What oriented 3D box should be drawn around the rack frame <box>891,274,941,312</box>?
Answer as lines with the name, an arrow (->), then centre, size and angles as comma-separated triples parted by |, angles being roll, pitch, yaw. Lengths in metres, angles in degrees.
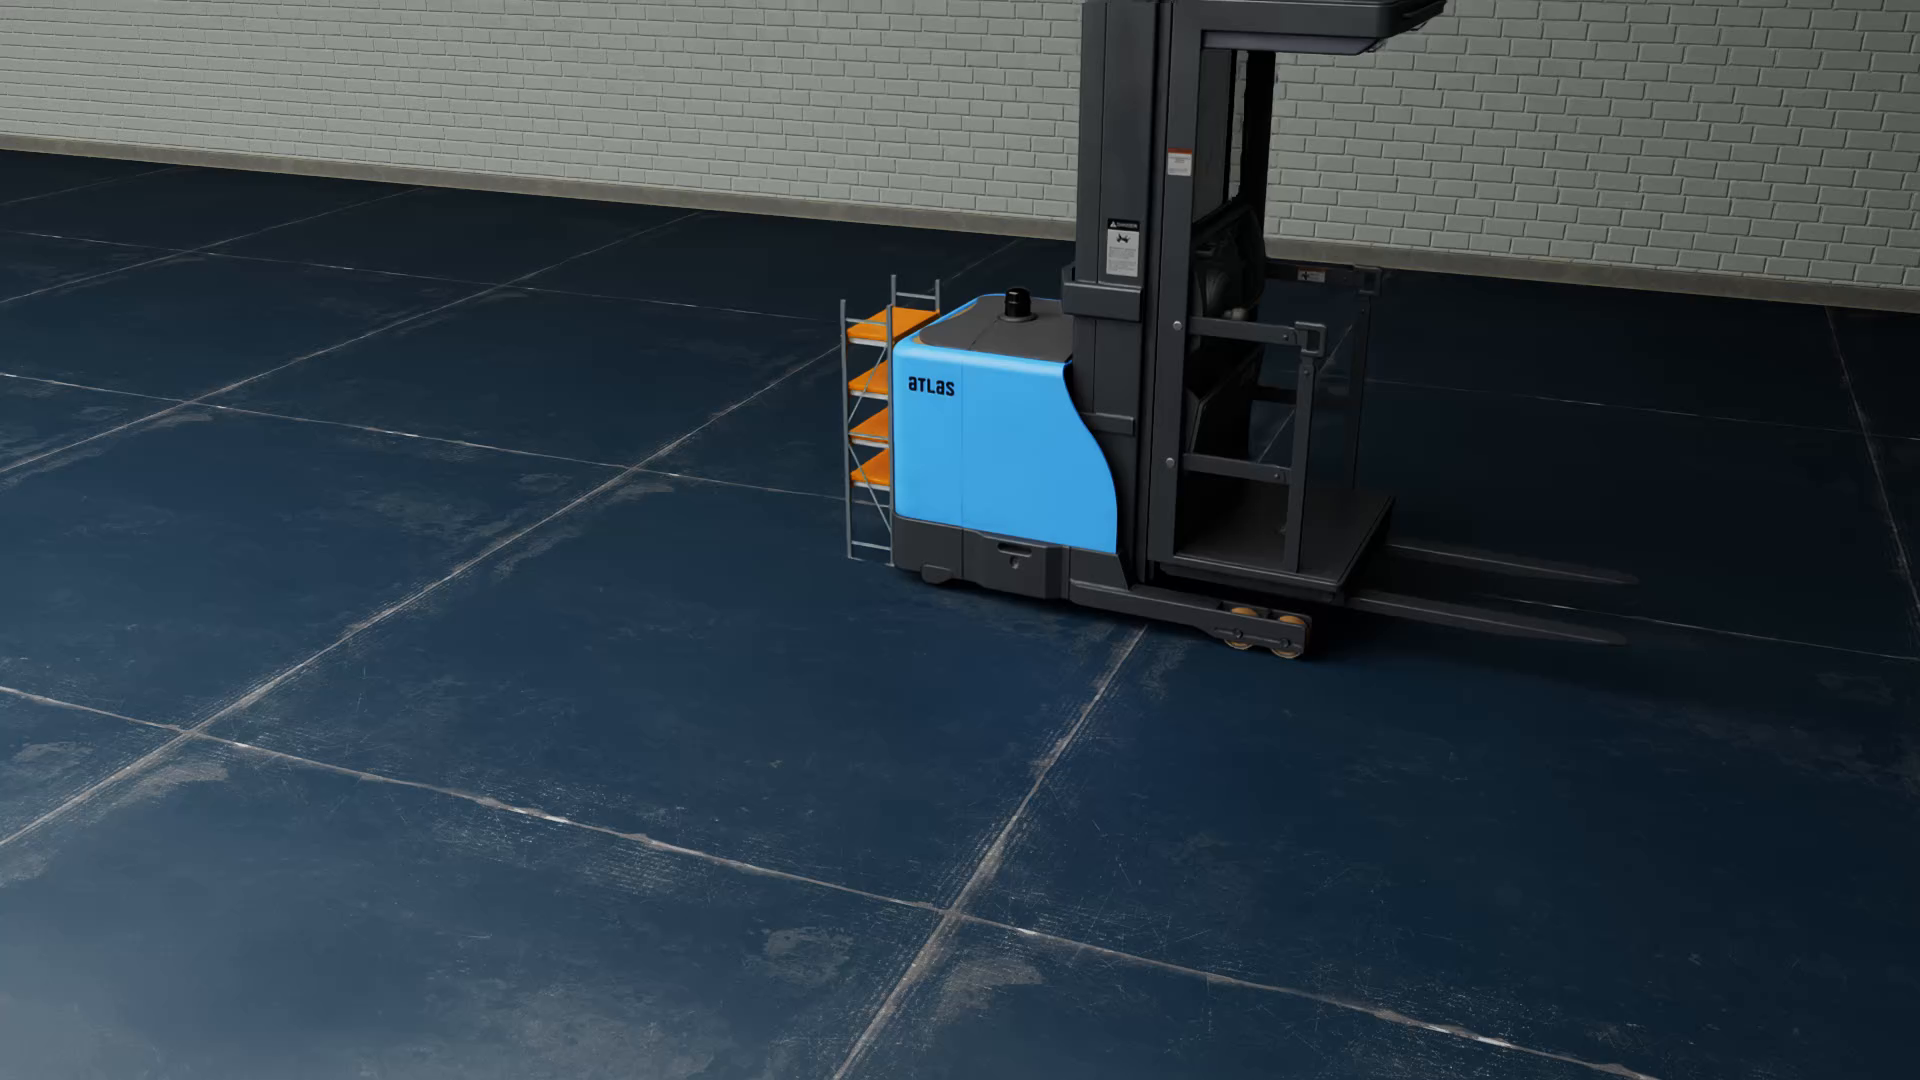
rack frame -> -0.198, -0.624, 7.687 | 0.240, 1.200, 0.015 | 10, 25, 22

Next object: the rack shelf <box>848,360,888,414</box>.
rack shelf -> -0.298, -0.682, 7.421 | 0.258, 0.148, 0.480 | 10, 25, 22

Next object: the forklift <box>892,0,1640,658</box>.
forklift -> 1.263, -1.115, 6.615 | 3.031, 2.935, 1.130 | 10, 25, 23

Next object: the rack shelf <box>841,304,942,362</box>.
rack shelf -> -0.298, -0.901, 7.330 | 0.258, 0.148, 0.480 | 10, 25, 22

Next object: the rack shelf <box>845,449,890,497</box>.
rack shelf -> -0.298, -0.293, 7.584 | 0.258, 0.148, 0.480 | 10, 25, 22

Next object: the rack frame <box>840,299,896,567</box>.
rack frame -> -0.397, -0.452, 7.276 | 0.240, 1.200, 0.015 | 10, 25, 22

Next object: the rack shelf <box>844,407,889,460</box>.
rack shelf -> -0.298, -0.476, 7.507 | 0.258, 0.148, 0.480 | 10, 25, 22

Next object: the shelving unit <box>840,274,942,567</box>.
shelving unit -> -0.298, -0.538, 7.481 | 0.258, 1.200, 0.503 | 10, 25, 22
